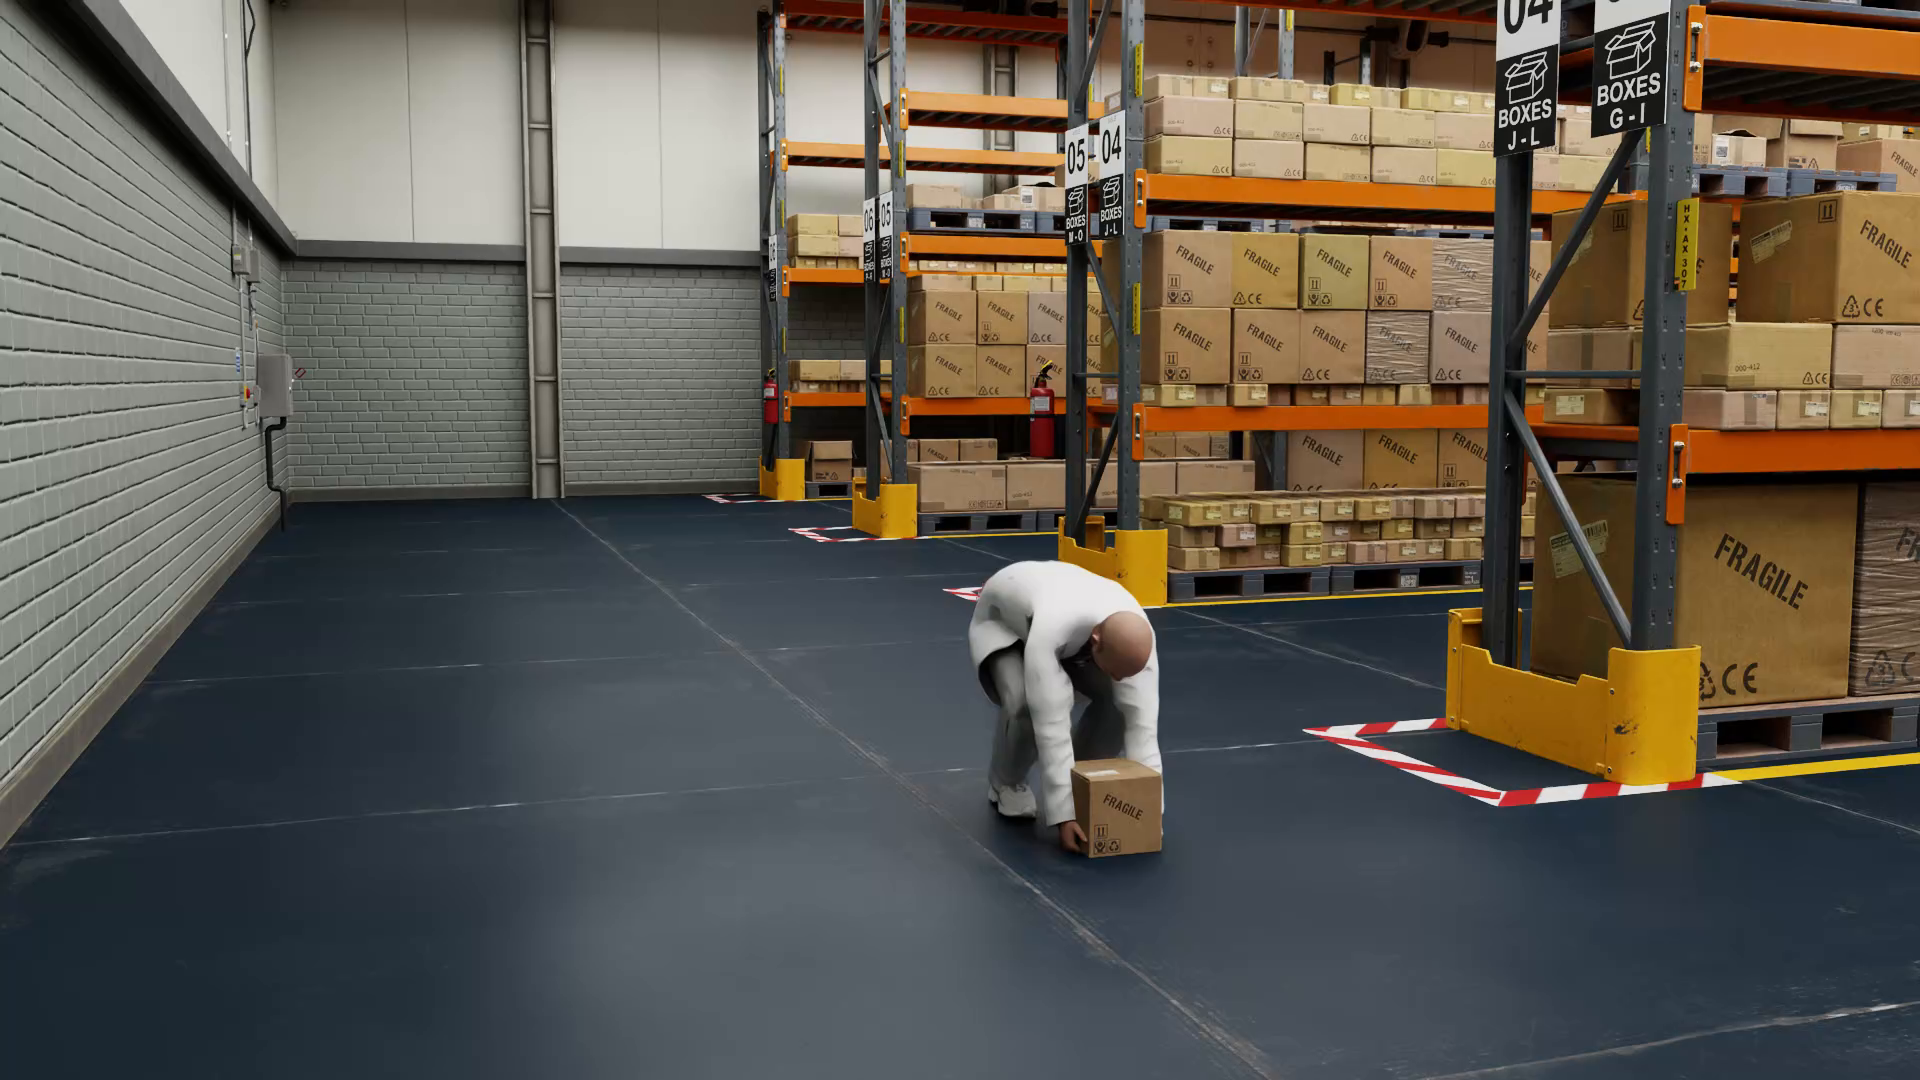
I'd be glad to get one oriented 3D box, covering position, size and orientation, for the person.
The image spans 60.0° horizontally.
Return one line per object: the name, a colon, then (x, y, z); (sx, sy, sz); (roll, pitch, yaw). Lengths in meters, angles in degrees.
person: (0.364, 0.528, 5.629); (0.590, 0.887, 0.953); (-2, 6, -21)
